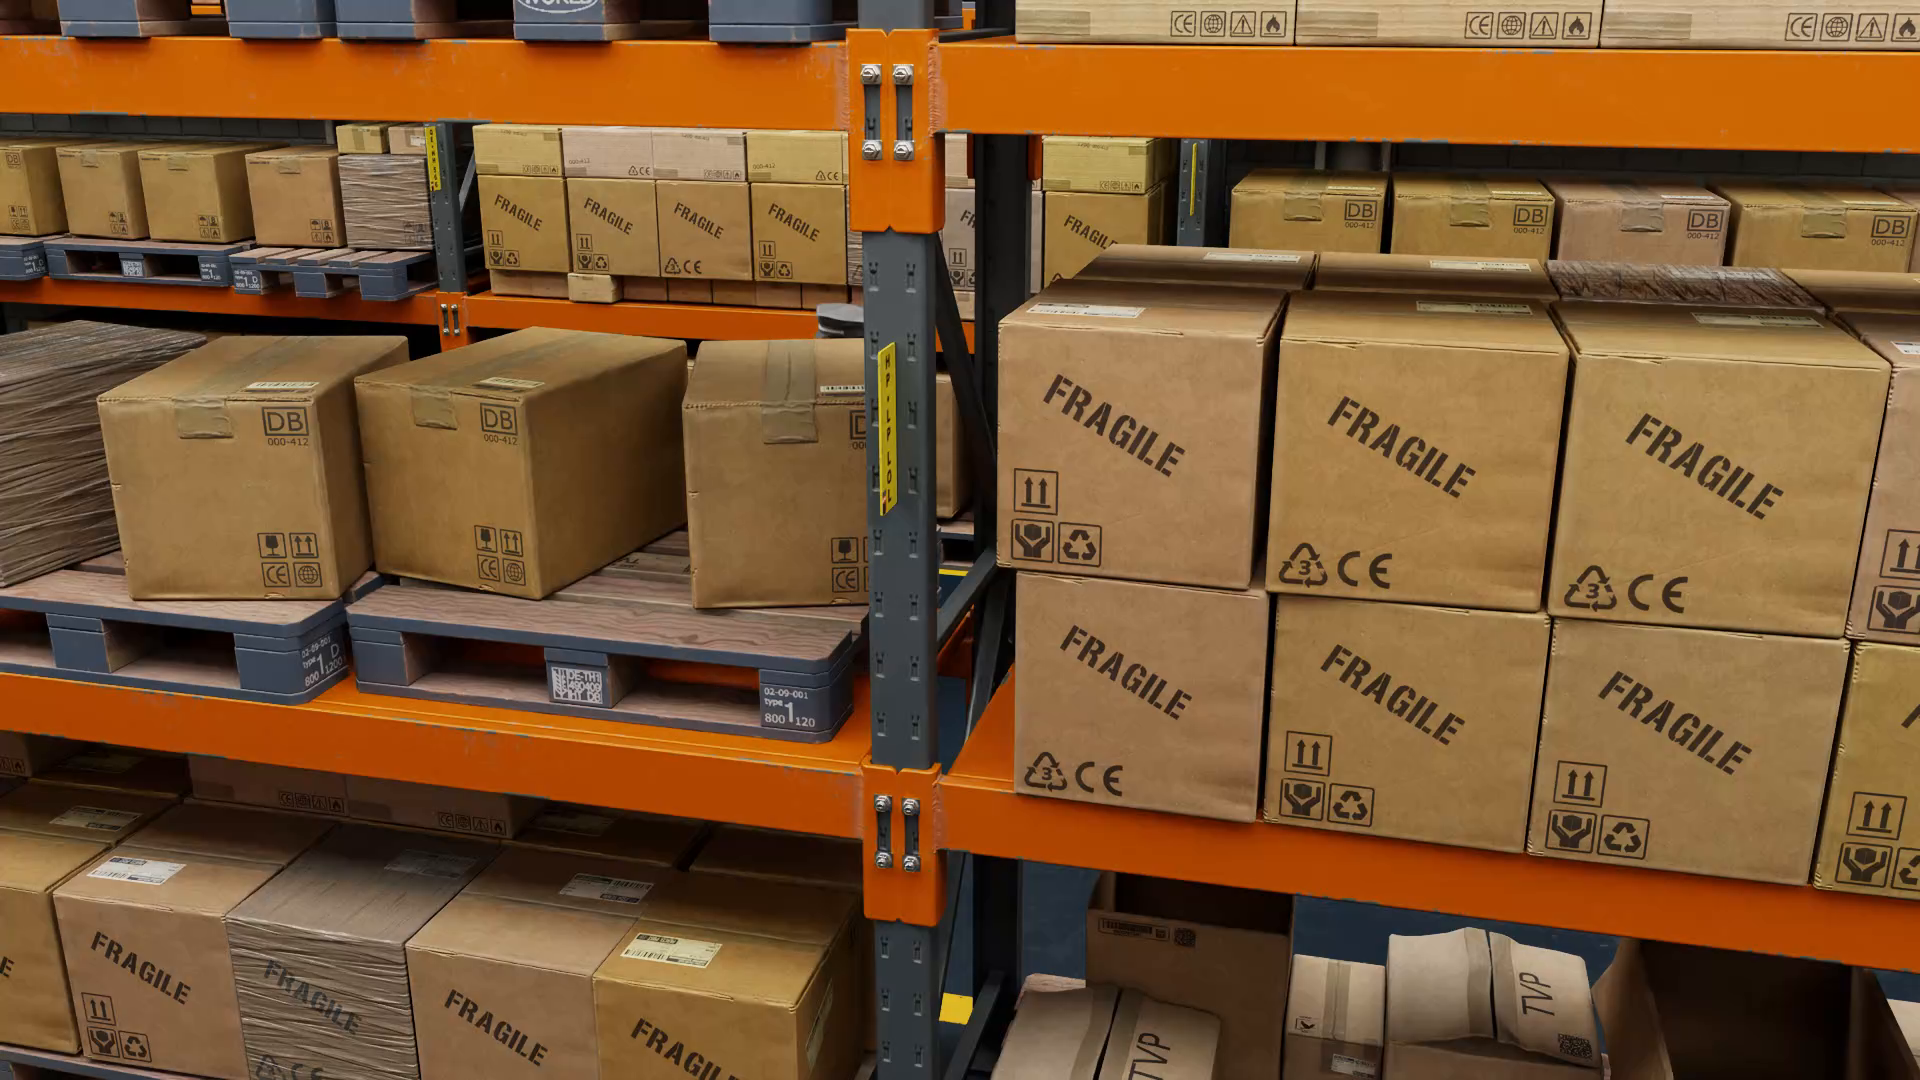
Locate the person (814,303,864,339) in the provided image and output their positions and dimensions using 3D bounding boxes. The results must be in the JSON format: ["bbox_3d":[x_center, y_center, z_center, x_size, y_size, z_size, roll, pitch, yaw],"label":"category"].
[{"bbox_3d":[-0.431,-0.179,7.091,0.405,1.663,0.540,4,19,12],"label":"person"}]
